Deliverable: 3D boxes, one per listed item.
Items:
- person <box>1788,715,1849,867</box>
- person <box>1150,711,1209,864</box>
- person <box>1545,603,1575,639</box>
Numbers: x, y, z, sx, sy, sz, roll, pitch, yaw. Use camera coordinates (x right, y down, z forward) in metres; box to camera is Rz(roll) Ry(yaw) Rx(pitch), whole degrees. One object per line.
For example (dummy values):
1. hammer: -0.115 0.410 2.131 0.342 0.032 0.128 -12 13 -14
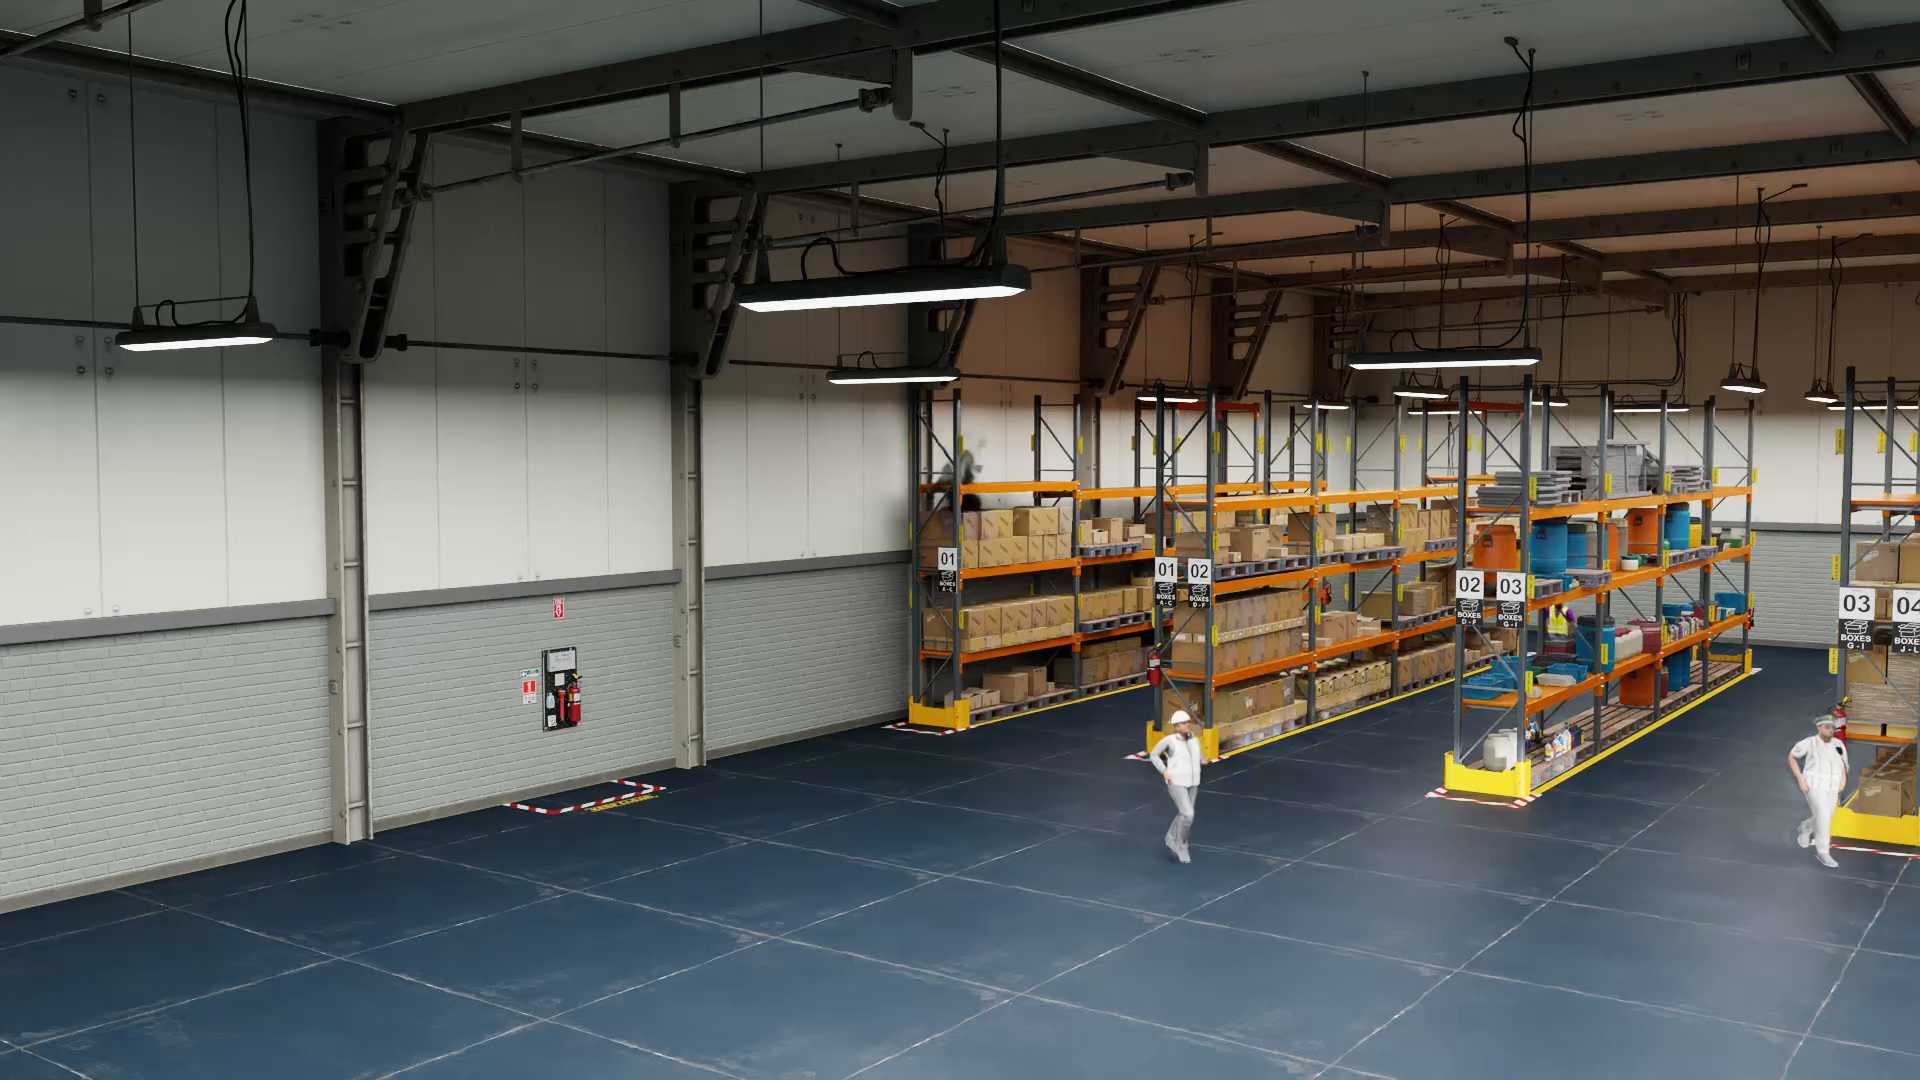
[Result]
1. person: 10.430 2.991 20.142 0.677 1.776 0.878 0 3 -5
2. person: 2.698 2.978 20.084 0.637 1.824 0.715 -2 4 -35
3. person: 13.136 2.062 36.557 0.701 1.746 0.780 2 4 26
